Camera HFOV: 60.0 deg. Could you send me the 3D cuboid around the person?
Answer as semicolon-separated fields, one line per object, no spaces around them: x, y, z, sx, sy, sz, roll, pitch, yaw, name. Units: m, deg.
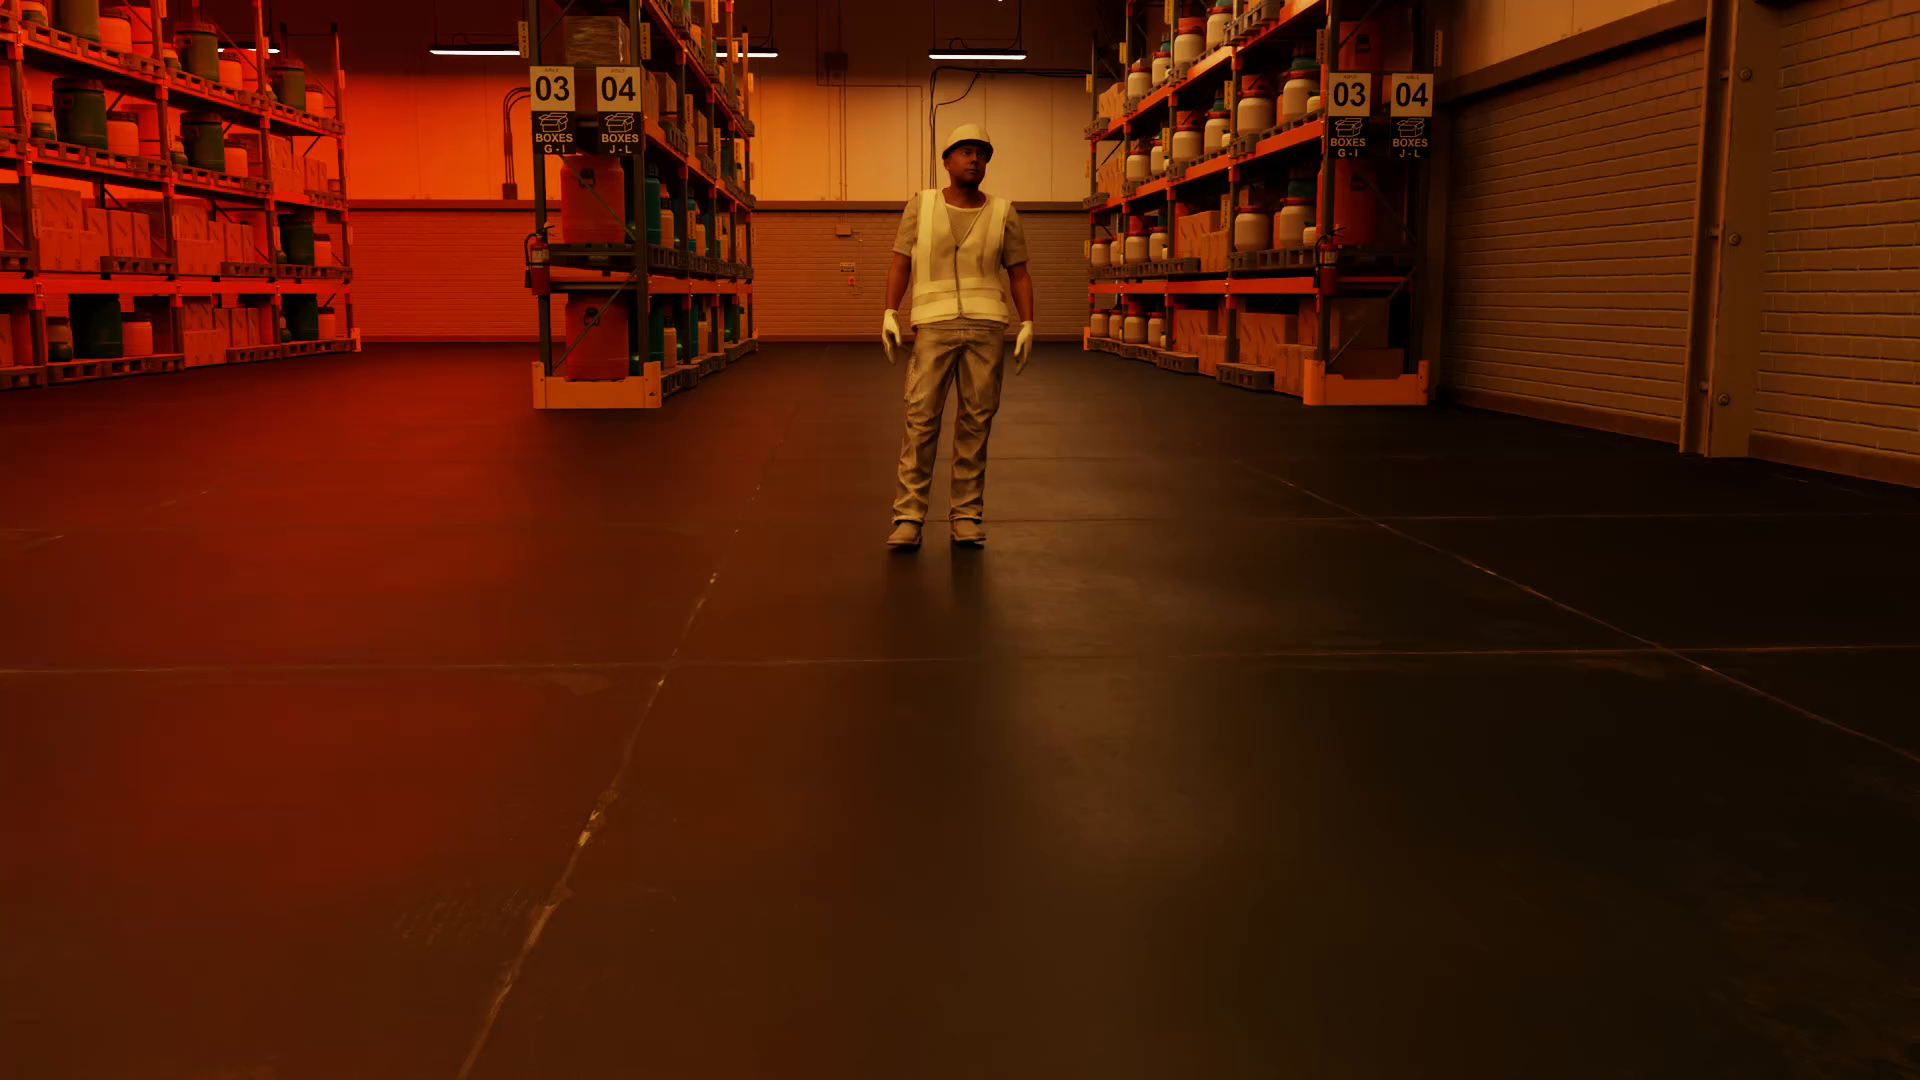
-0.004;-0.879;7.105;0.657;1.785;0.574;-1;8;-4;person
